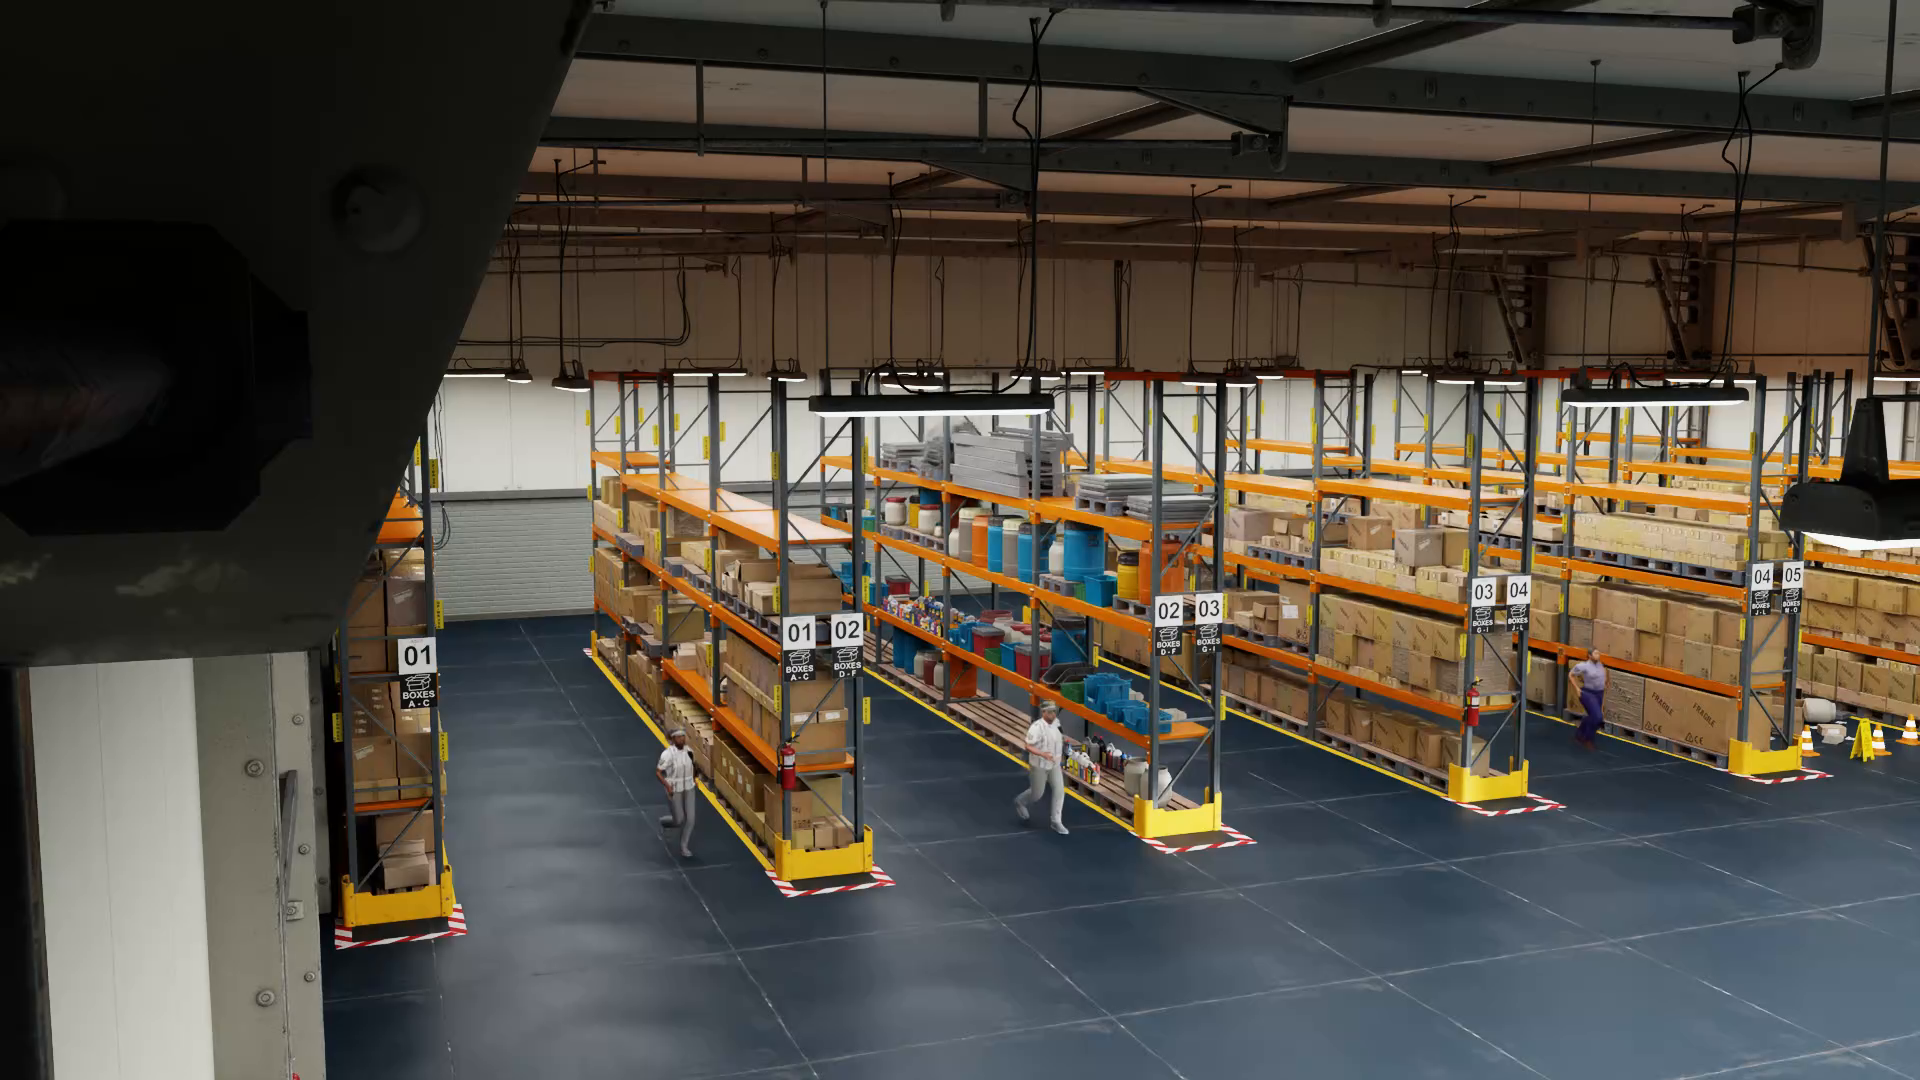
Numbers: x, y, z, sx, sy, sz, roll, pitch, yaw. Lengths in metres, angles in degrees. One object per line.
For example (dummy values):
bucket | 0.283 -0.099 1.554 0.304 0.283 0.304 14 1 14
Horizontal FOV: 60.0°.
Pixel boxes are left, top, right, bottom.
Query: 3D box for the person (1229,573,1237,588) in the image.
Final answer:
person | 7.012 0.894 41.637 0.611 1.635 0.576 -2 7 -16

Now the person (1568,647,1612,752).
person | 10.135 2.552 26.670 0.575 1.689 0.711 -4 7 -31

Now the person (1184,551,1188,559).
person | 5.358 1.050 40.276 0.603 1.564 0.874 4 7 30

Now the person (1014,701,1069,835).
person | 1.104 2.981 22.206 0.647 1.767 0.950 -4 8 -35

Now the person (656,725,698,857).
person | -3.578 3.159 21.150 0.575 1.665 0.611 -5 8 -36
